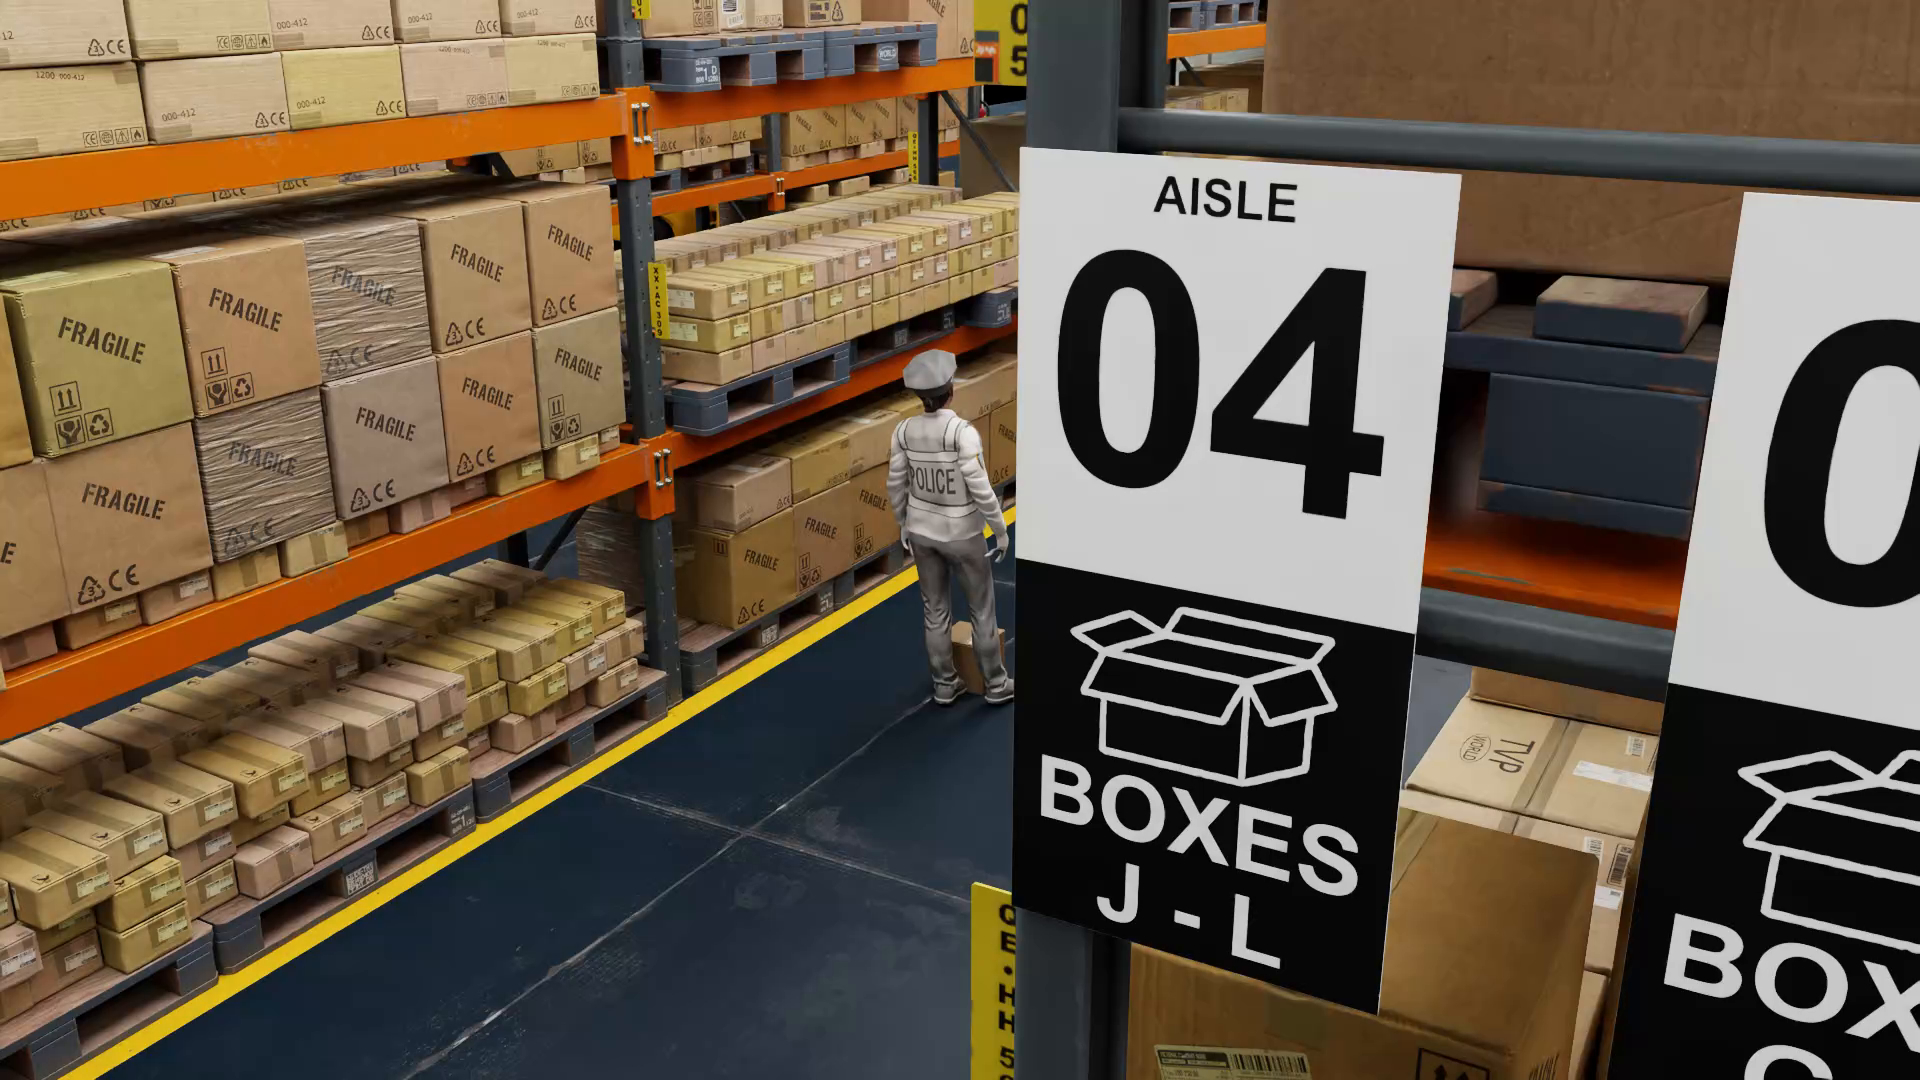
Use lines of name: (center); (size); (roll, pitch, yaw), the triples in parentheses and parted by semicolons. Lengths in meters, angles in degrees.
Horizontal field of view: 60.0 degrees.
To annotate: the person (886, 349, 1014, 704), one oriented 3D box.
person: (-0.024, -0.052, 7.640); (0.586, 1.694, 0.532); (11, 22, 27)
